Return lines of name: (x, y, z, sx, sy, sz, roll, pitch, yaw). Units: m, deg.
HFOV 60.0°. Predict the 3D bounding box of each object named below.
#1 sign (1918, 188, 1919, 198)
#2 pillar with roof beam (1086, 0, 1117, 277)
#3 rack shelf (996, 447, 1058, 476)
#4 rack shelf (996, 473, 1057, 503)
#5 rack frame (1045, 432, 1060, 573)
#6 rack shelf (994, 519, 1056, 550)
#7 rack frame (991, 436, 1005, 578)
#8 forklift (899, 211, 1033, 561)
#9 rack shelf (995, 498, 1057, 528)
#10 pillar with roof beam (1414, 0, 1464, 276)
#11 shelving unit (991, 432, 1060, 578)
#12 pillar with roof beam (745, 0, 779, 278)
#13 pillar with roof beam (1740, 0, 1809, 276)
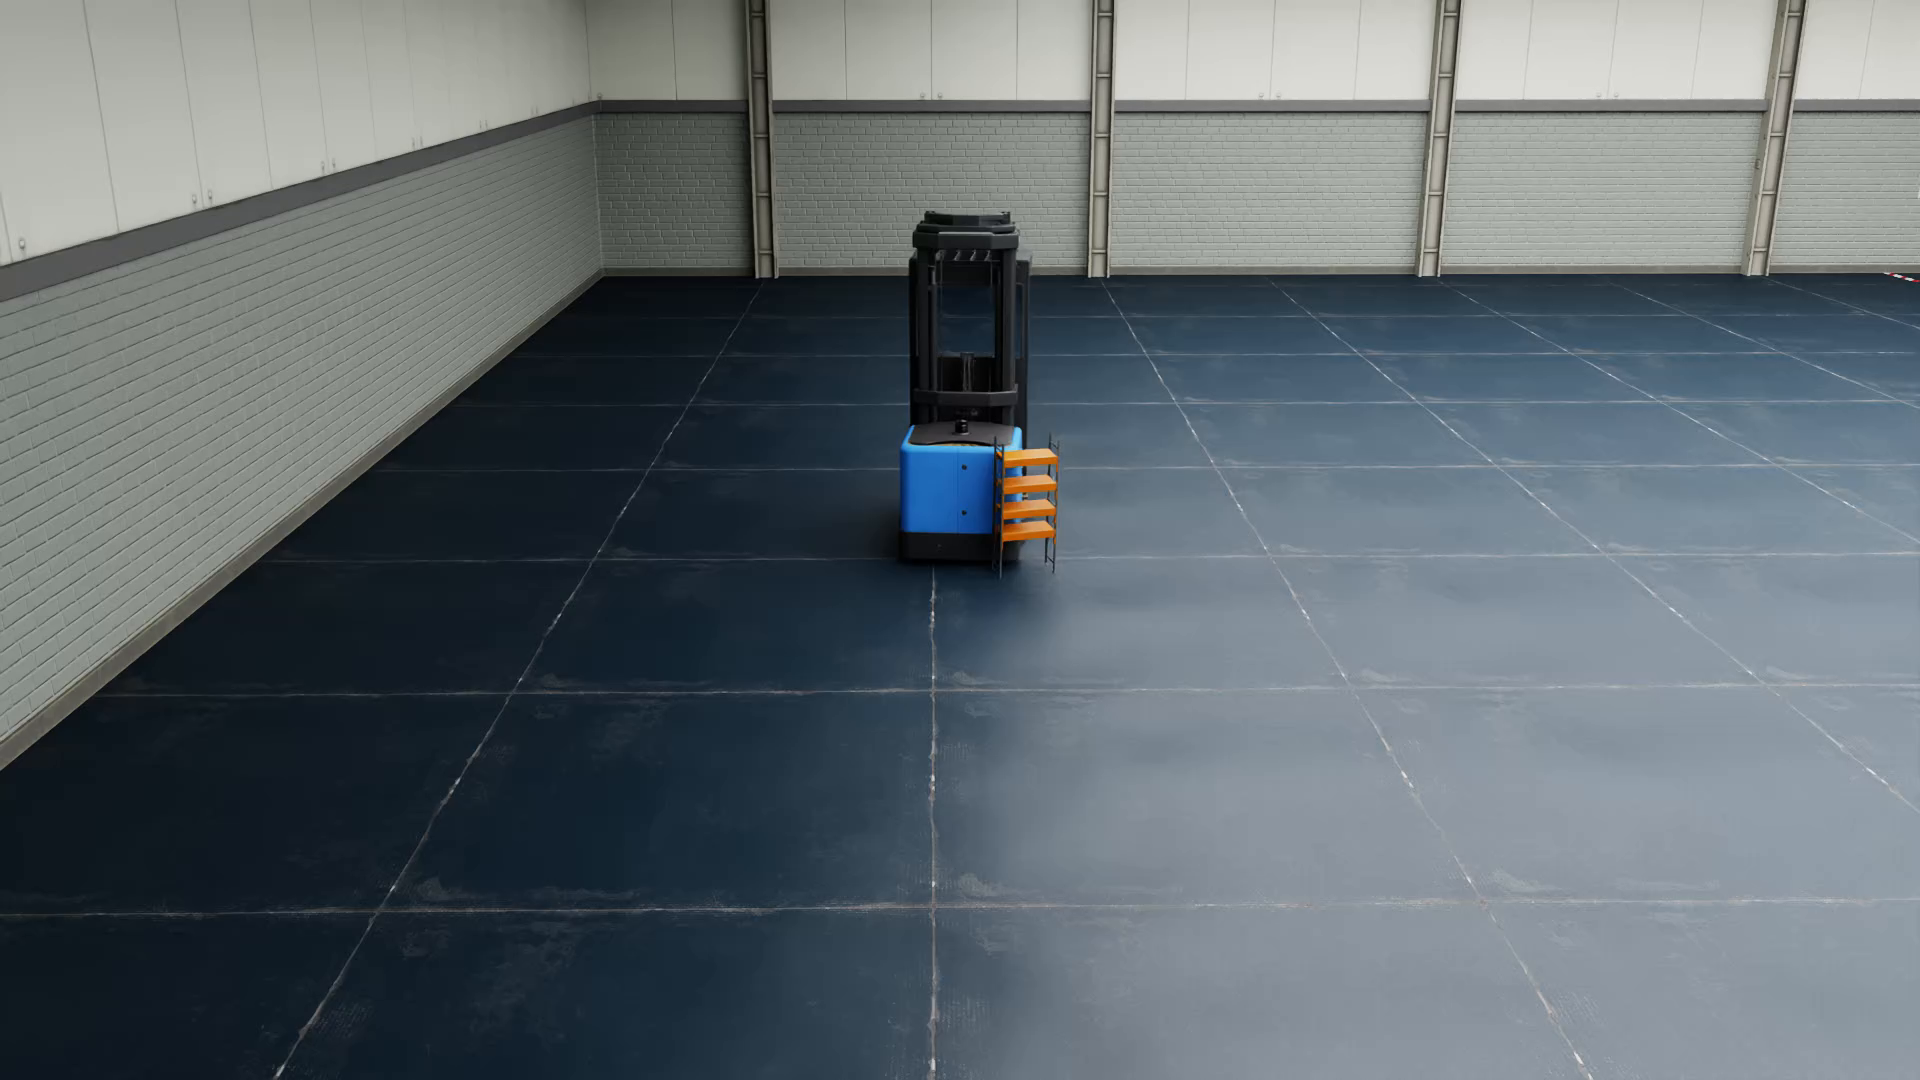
sign: (17.478, -6.356, 30.095, 0.234, 0.329, 0.001, 0, 18, -1)
pillar with roof beam: (2.574, -7.766, 24.726, 0.400, 9.000, 9.100, 0, 18, -1)
rack shelf: (0.562, -0.664, 14.047, 0.480, 0.148, 0.258, -5, 22, -15)
rack shelf: (0.558, -0.442, 14.131, 0.480, 0.148, 0.258, -5, 22, -15)
rack frame: (0.791, -0.317, 14.251, 0.015, 1.200, 0.240, -5, 22, -15)
rack shelf: (0.552, -0.048, 14.281, 0.480, 0.148, 0.258, -5, 22, -15)
rack frame: (0.322, -0.275, 14.122, 0.015, 1.200, 0.240, -5, 22, -15)
forklift: (0.104, -1.616, 15.490, 1.130, 2.935, 3.031, 1, 18, 4)
rack shelf: (0.555, -0.233, 14.210, 0.480, 0.148, 0.258, -5, 22, -15)
pillar with roof beam: (8.574, -7.794, 24.816, 0.400, 9.000, 9.100, 0, 18, -1)
shelving unit: (0.556, -0.296, 14.187, 0.503, 1.200, 0.258, -5, 22, -15)
pillar with roof beam: (-3.425, -7.737, 24.635, 0.400, 9.000, 9.100, 0, 18, -1)
pillar with roof beam: (14.573, -7.823, 24.906, 0.400, 9.000, 9.100, 0, 18, -1)
